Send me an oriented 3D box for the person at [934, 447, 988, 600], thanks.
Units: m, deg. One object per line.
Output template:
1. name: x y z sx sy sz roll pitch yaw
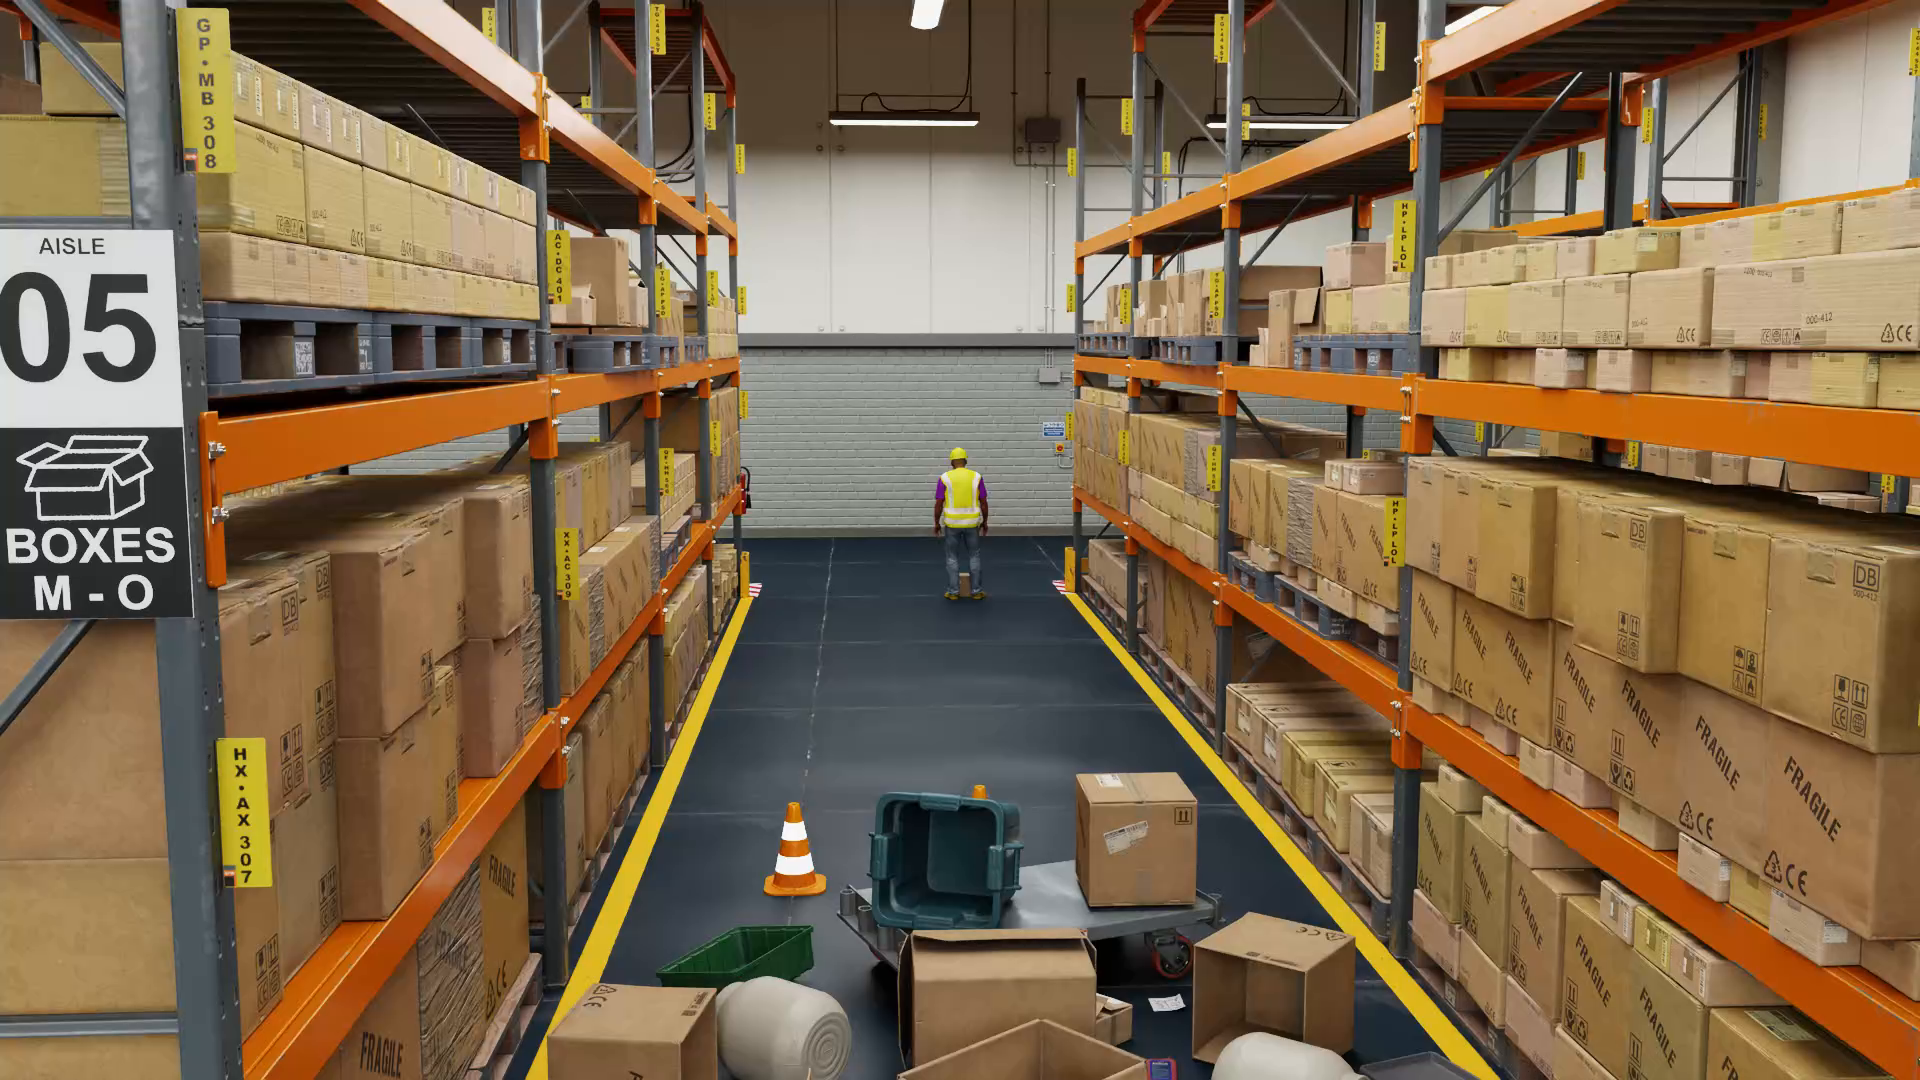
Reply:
1. person: 0.012 -0.192 19.275 0.635 1.760 0.457 -1 7 -7
